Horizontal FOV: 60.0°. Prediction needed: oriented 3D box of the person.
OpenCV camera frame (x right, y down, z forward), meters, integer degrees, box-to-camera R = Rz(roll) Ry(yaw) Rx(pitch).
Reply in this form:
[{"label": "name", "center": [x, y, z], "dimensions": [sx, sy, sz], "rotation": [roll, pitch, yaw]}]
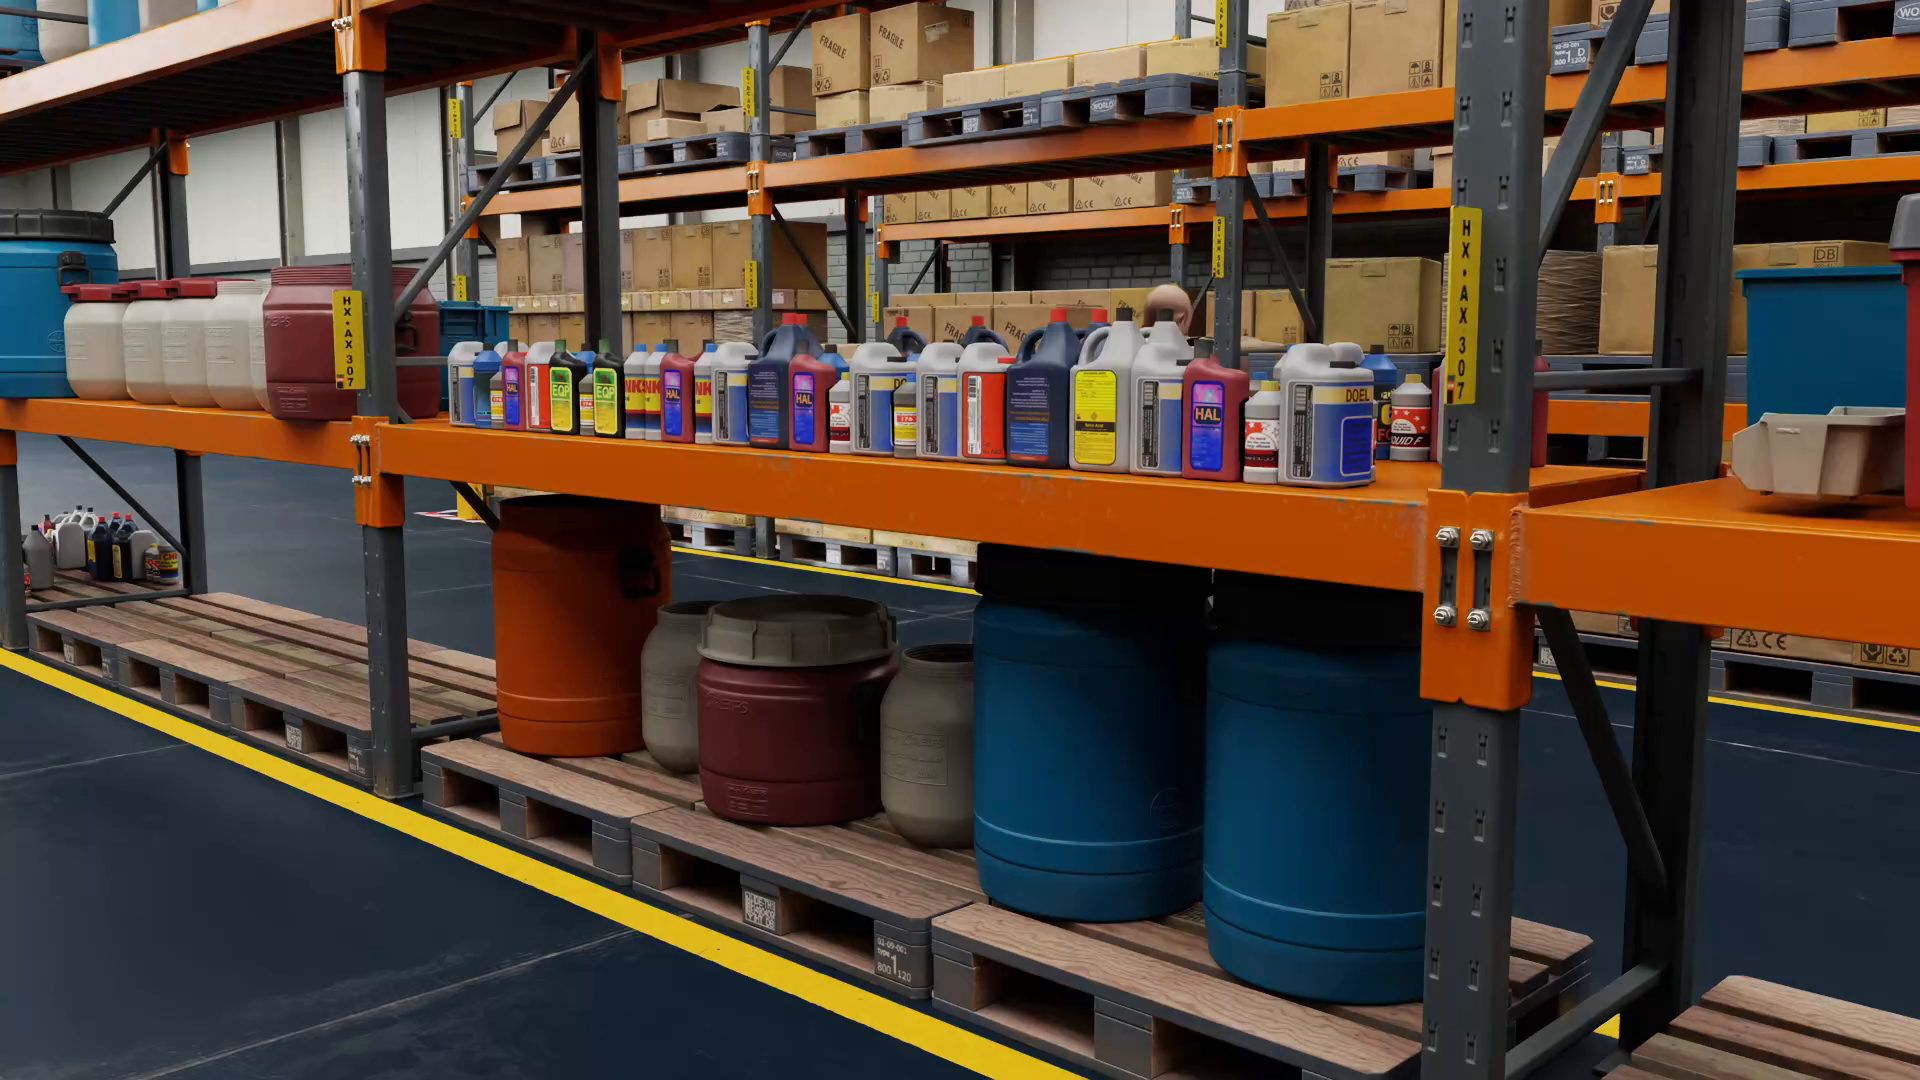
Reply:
[{"label": "person", "center": [0.874, -0.101, 6.586], "dimensions": [0.509, 1.797, 0.636], "rotation": [-6, 9, -40]}]
